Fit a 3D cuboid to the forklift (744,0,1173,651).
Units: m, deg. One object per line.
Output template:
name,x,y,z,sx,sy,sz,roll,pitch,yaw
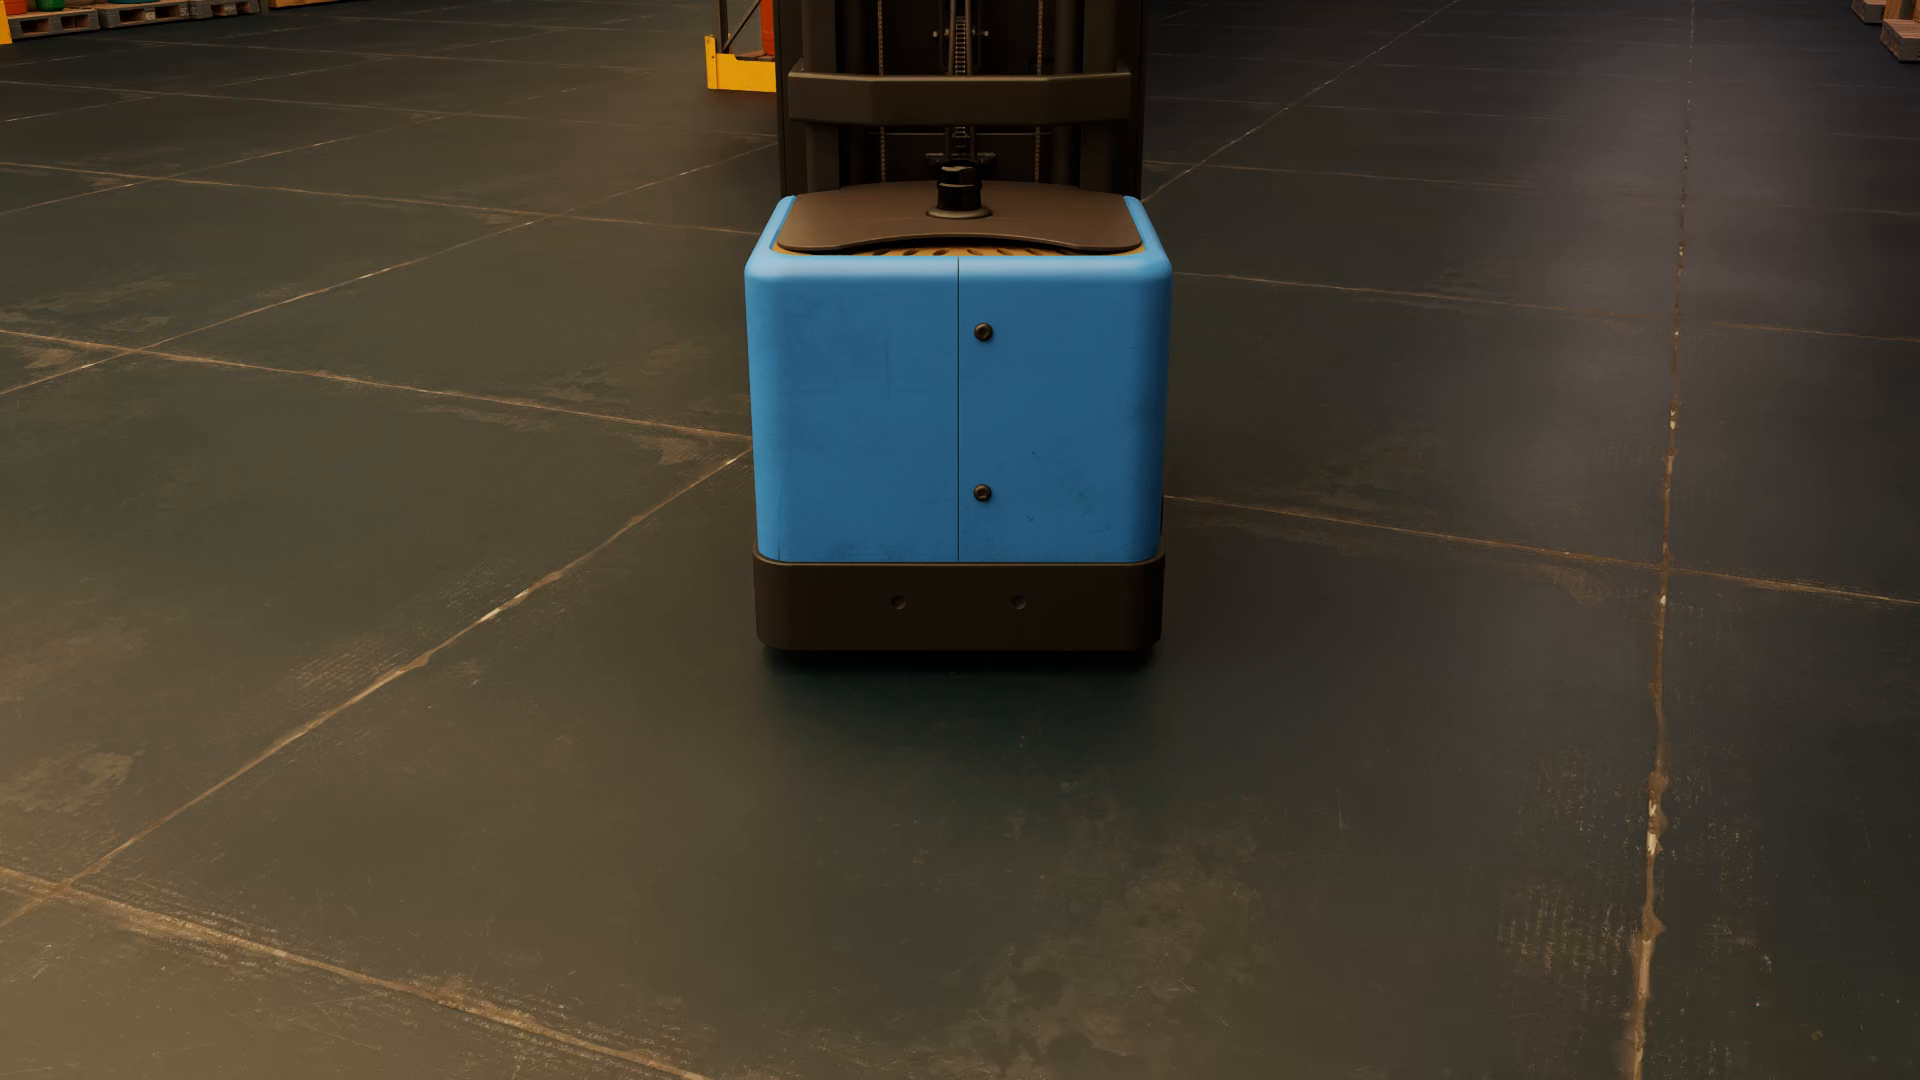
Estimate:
forklift,0.002,-1.587,5.089,1.130,2.935,3.031,0,23,0
